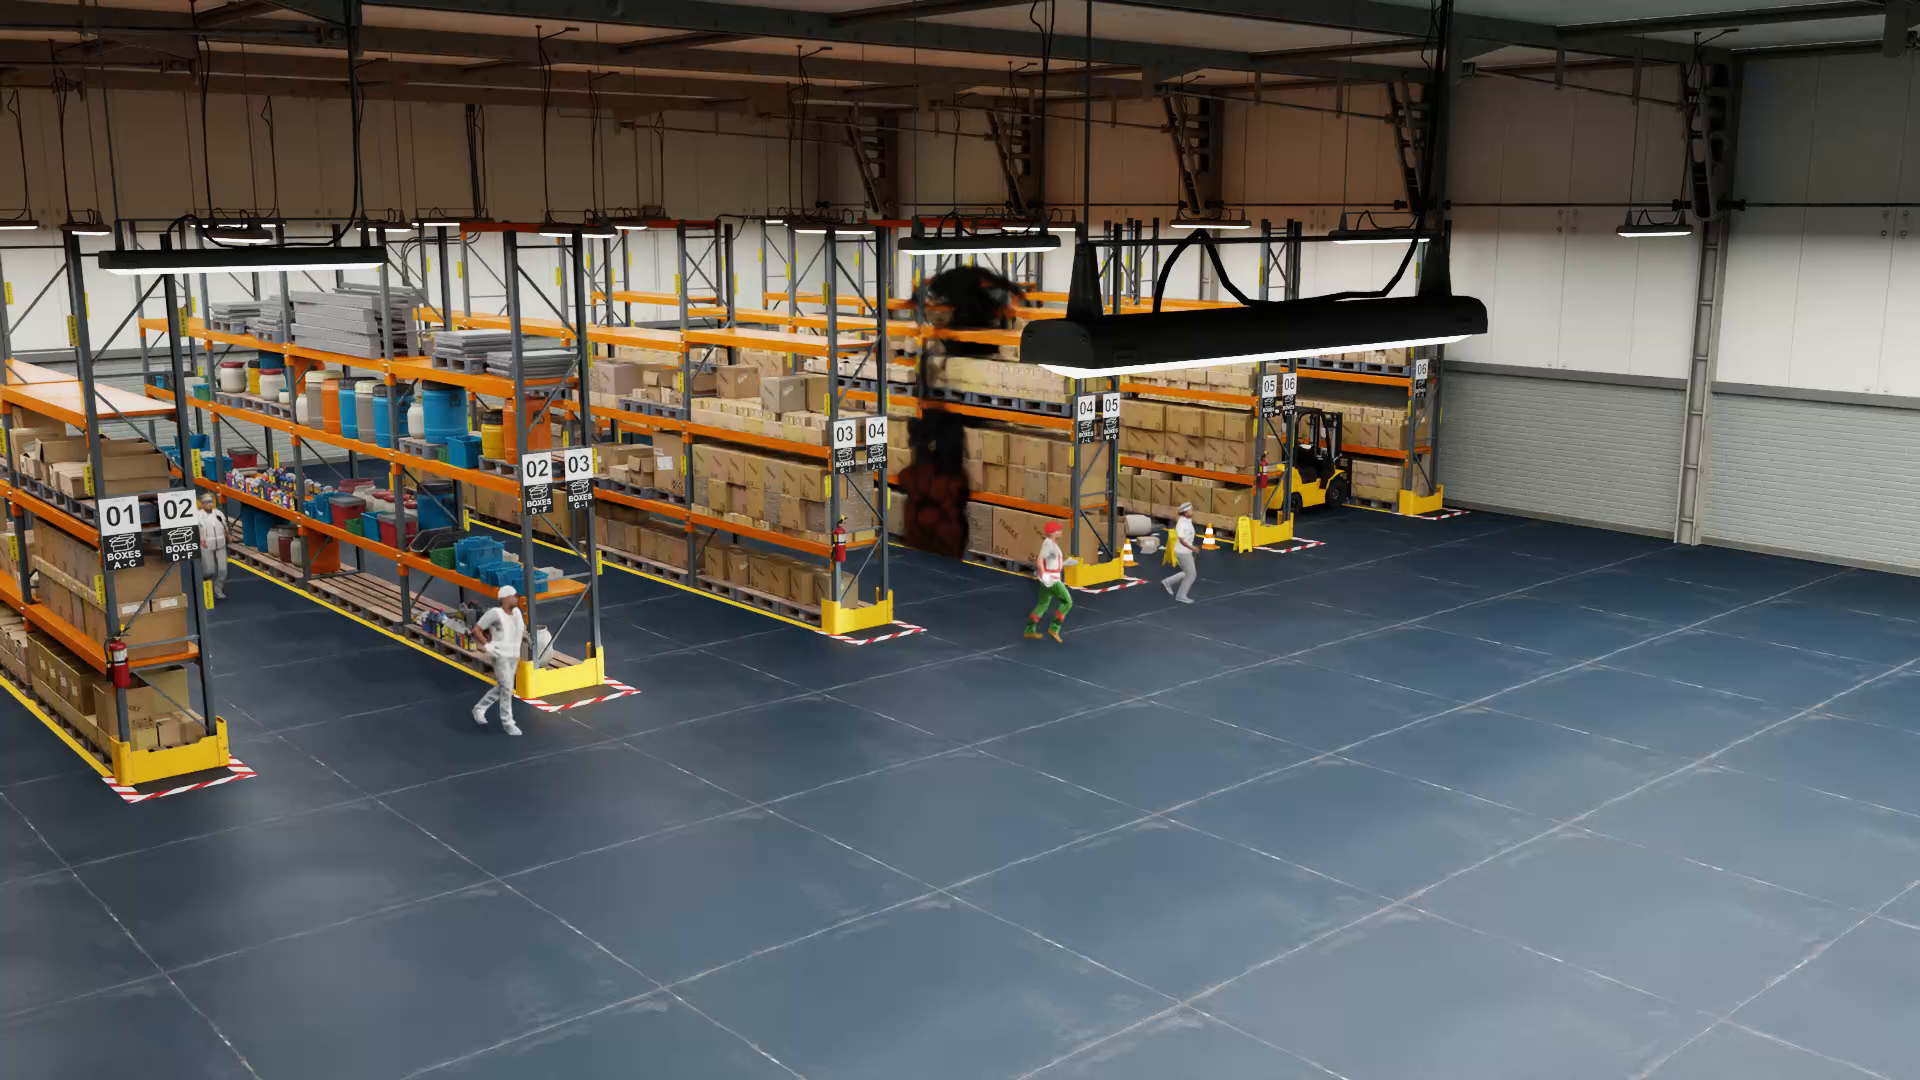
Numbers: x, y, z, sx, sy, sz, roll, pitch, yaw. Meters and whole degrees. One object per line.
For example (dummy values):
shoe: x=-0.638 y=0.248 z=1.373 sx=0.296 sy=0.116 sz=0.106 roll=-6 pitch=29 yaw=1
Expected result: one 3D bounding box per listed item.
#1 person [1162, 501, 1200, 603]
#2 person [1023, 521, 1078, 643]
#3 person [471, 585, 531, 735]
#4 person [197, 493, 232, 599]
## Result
person: x=3.564 y=0.187 z=26.782 sx=0.600 sy=1.660 sz=0.606 roll=1 pitch=11 yaw=7
person: x=1.343 y=0.624 z=24.274 sx=0.821 sy=1.812 sz=0.645 roll=-2 pitch=12 yaw=-10
person: x=-5.588 y=1.434 z=20.475 sx=0.853 sy=1.755 sz=0.768 roll=5 pitch=12 yaw=22
person: x=-12.164 y=0.091 z=27.023 sx=0.626 sy=1.732 sz=0.660 roll=10 pitch=15 yaw=41
